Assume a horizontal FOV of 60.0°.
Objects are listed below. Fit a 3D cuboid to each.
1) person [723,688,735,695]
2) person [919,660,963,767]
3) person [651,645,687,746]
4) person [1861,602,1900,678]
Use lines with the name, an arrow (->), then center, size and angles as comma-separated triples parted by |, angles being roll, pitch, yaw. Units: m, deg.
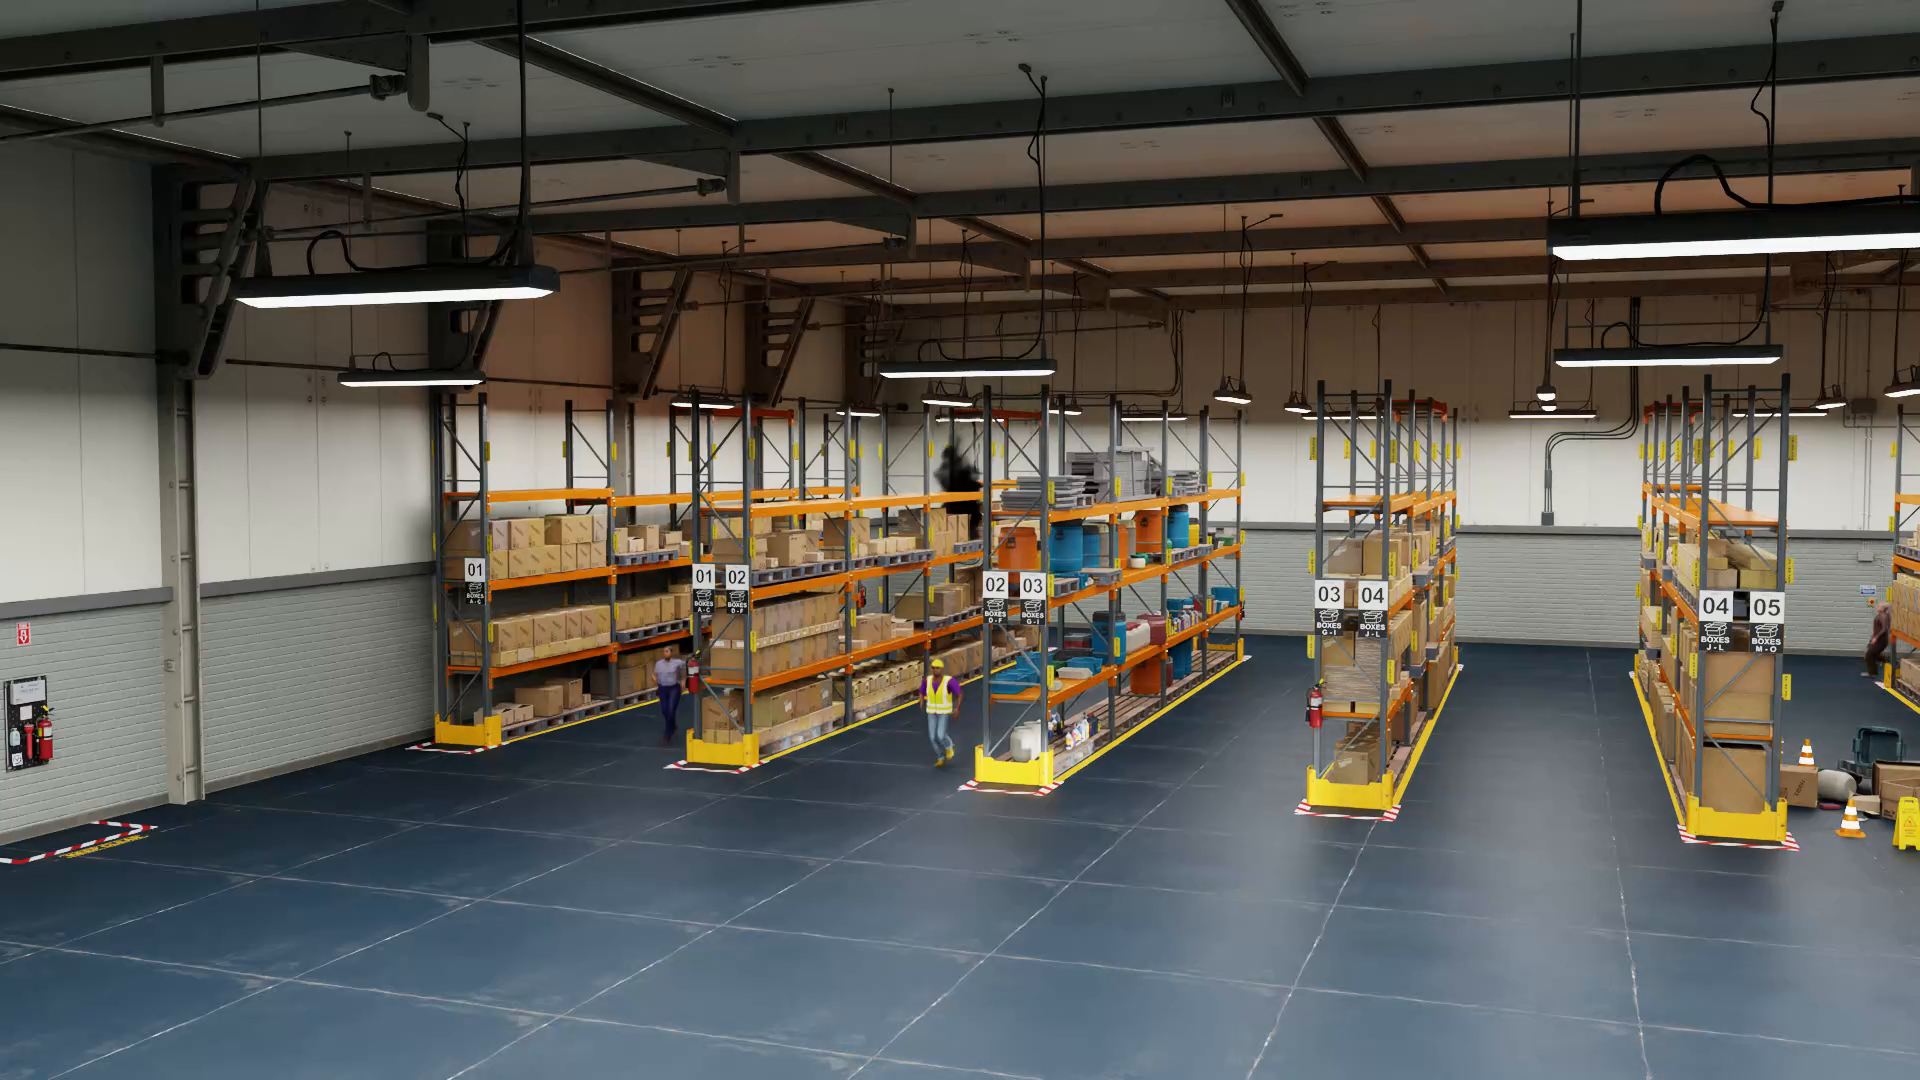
person -> -4.062, 2.502, 30.207 | 0.676, 1.748, 0.659 | 1, 3, 10
person -> -0.343, 2.744, 26.346 | 0.708, 1.712, 0.583 | 1, 3, 21
person -> -5.021, 2.656, 28.692 | 0.614, 1.679, 0.898 | 1, 3, 13
person -> 20.217, 2.205, 36.518 | 0.767, 1.699, 0.762 | 2, 4, 32
